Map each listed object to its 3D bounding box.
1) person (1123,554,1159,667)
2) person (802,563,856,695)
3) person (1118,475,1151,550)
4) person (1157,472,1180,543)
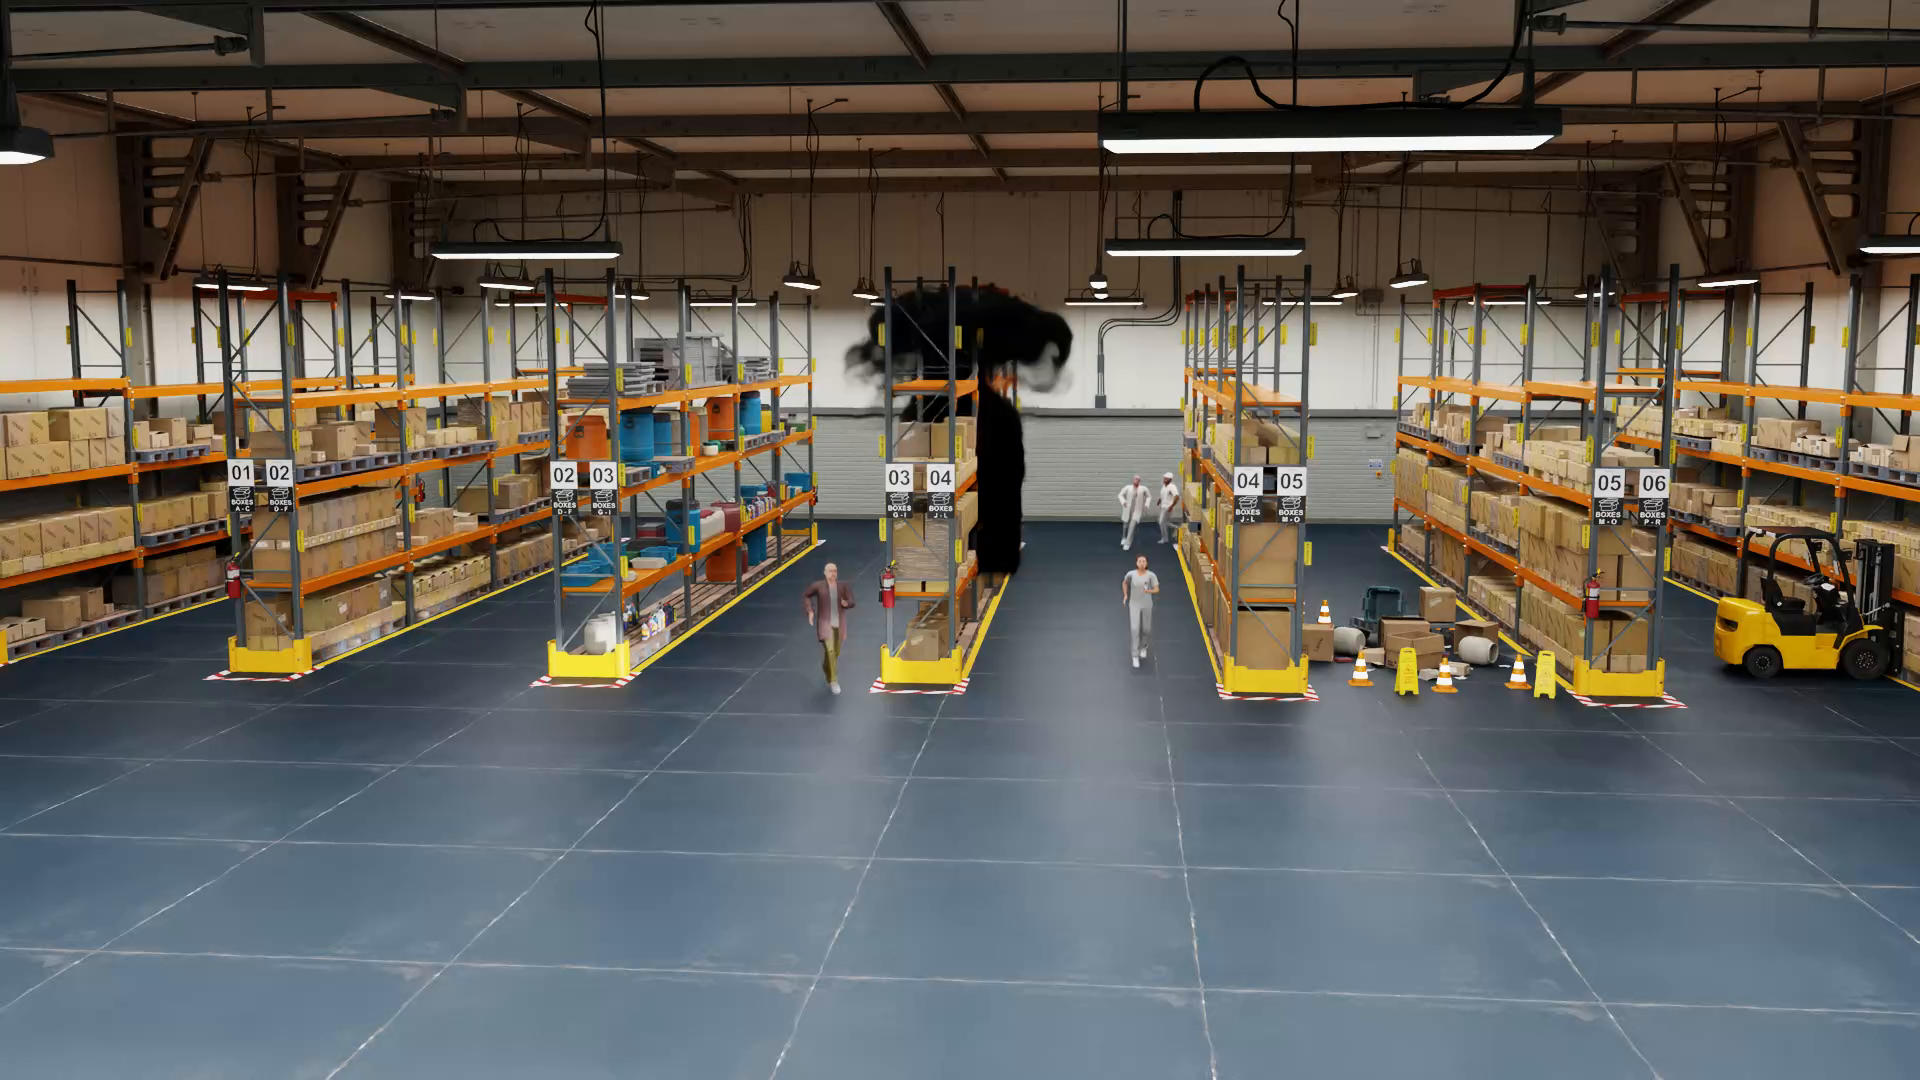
[{"bbox_3d":[2.779,1.045,25.568,0.554,1.681,0.908,1,7,5],"label":"person"},{"bbox_3d":[-1.832,1.221,23.676,0.689,1.797,0.997,-3,8,-25],"label":"person"},{"bbox_3d":[4.130,-0.667,39.430,0.782,1.740,1.045,1,7,8],"label":"person"},{"bbox_3d":[5.121,-0.791,40.741,0.602,1.735,0.736,-1,7,-10],"label":"person"}]
